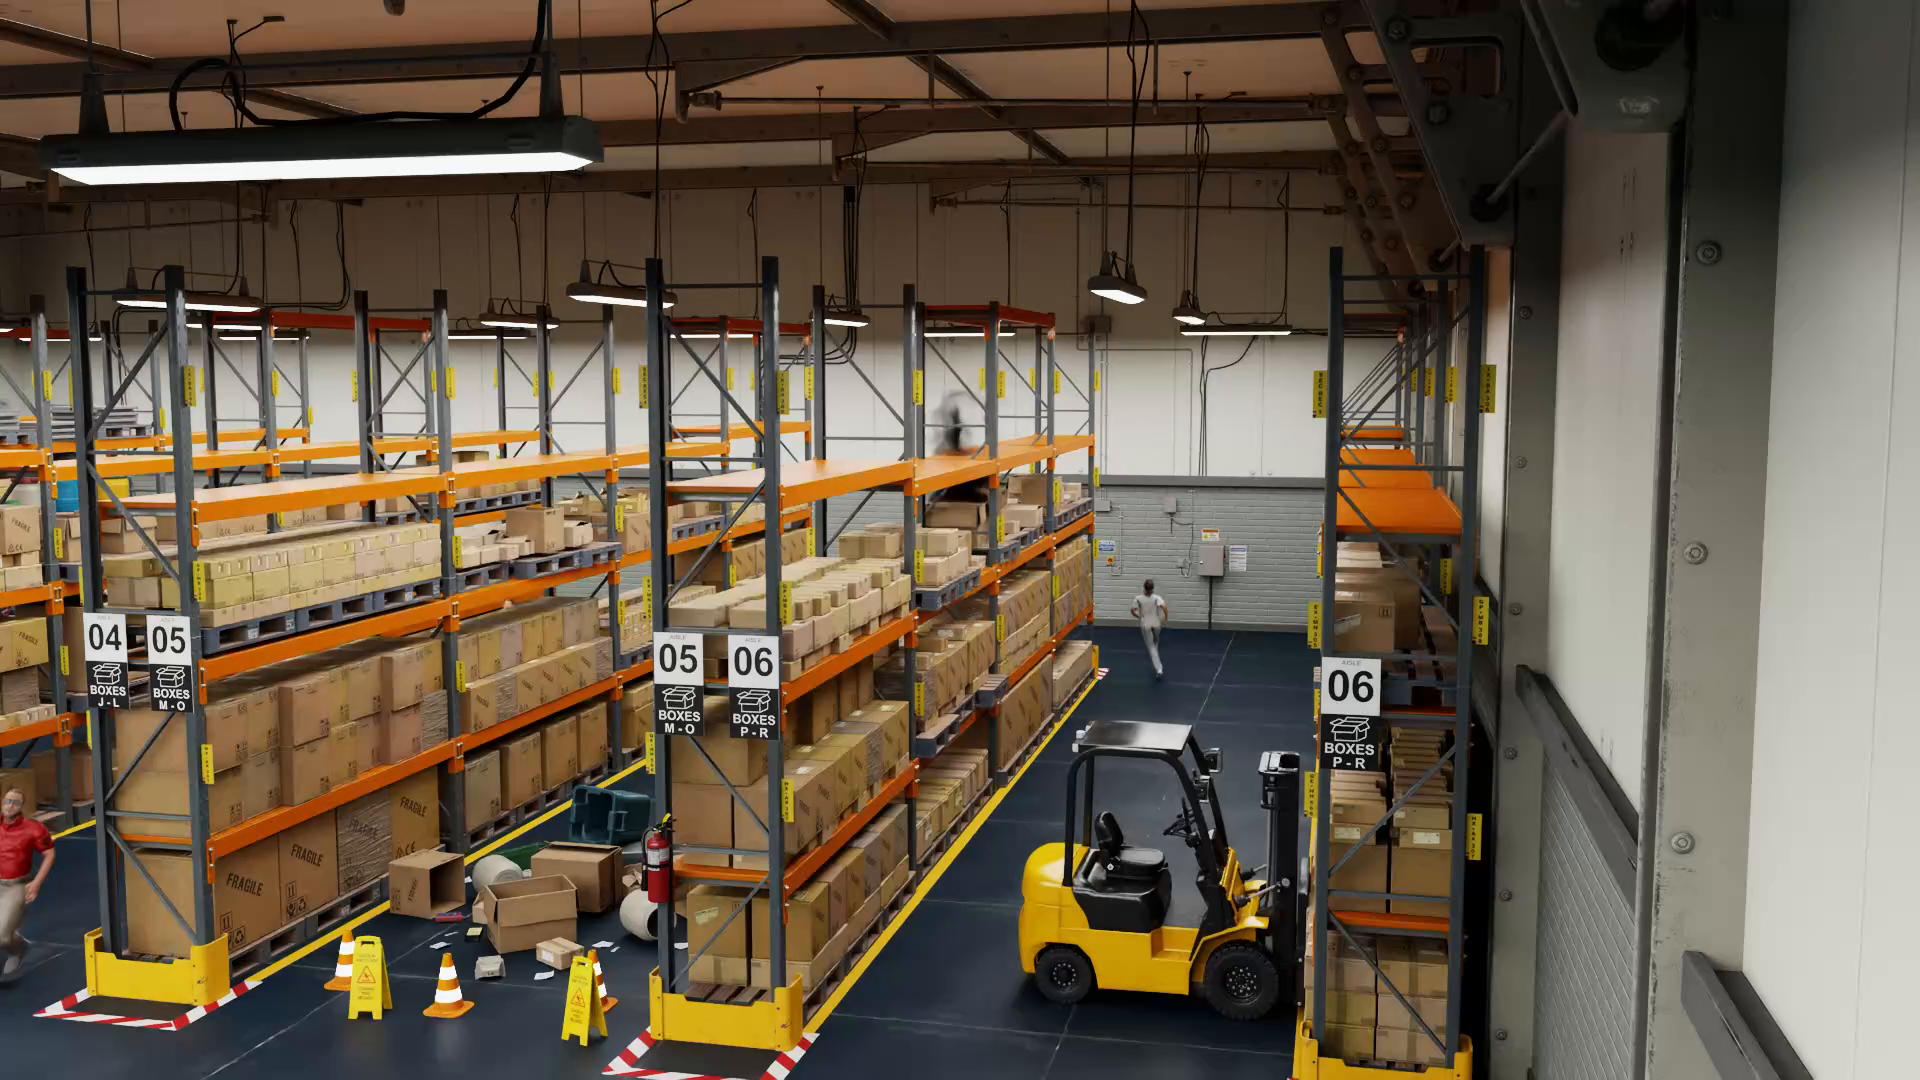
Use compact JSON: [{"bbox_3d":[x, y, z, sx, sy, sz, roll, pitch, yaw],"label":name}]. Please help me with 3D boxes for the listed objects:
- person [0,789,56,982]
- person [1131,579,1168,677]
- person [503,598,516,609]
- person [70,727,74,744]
[{"bbox_3d":[-8.013,2.970,13.942,0.717,1.621,0.480,0,6,-1],"label":"person"},{"bbox_3d":[3.213,1.509,28.172,0.619,1.679,0.854,-1,6,-5],"label":"person"},{"bbox_3d":[-7.079,1.717,26.133,0.586,1.617,0.752,1,6,10],"label":"person"},{"bbox_3d":[-12.157,1.953,22.970,0.697,1.778,0.979,1,6,5],"label":"person"}]
